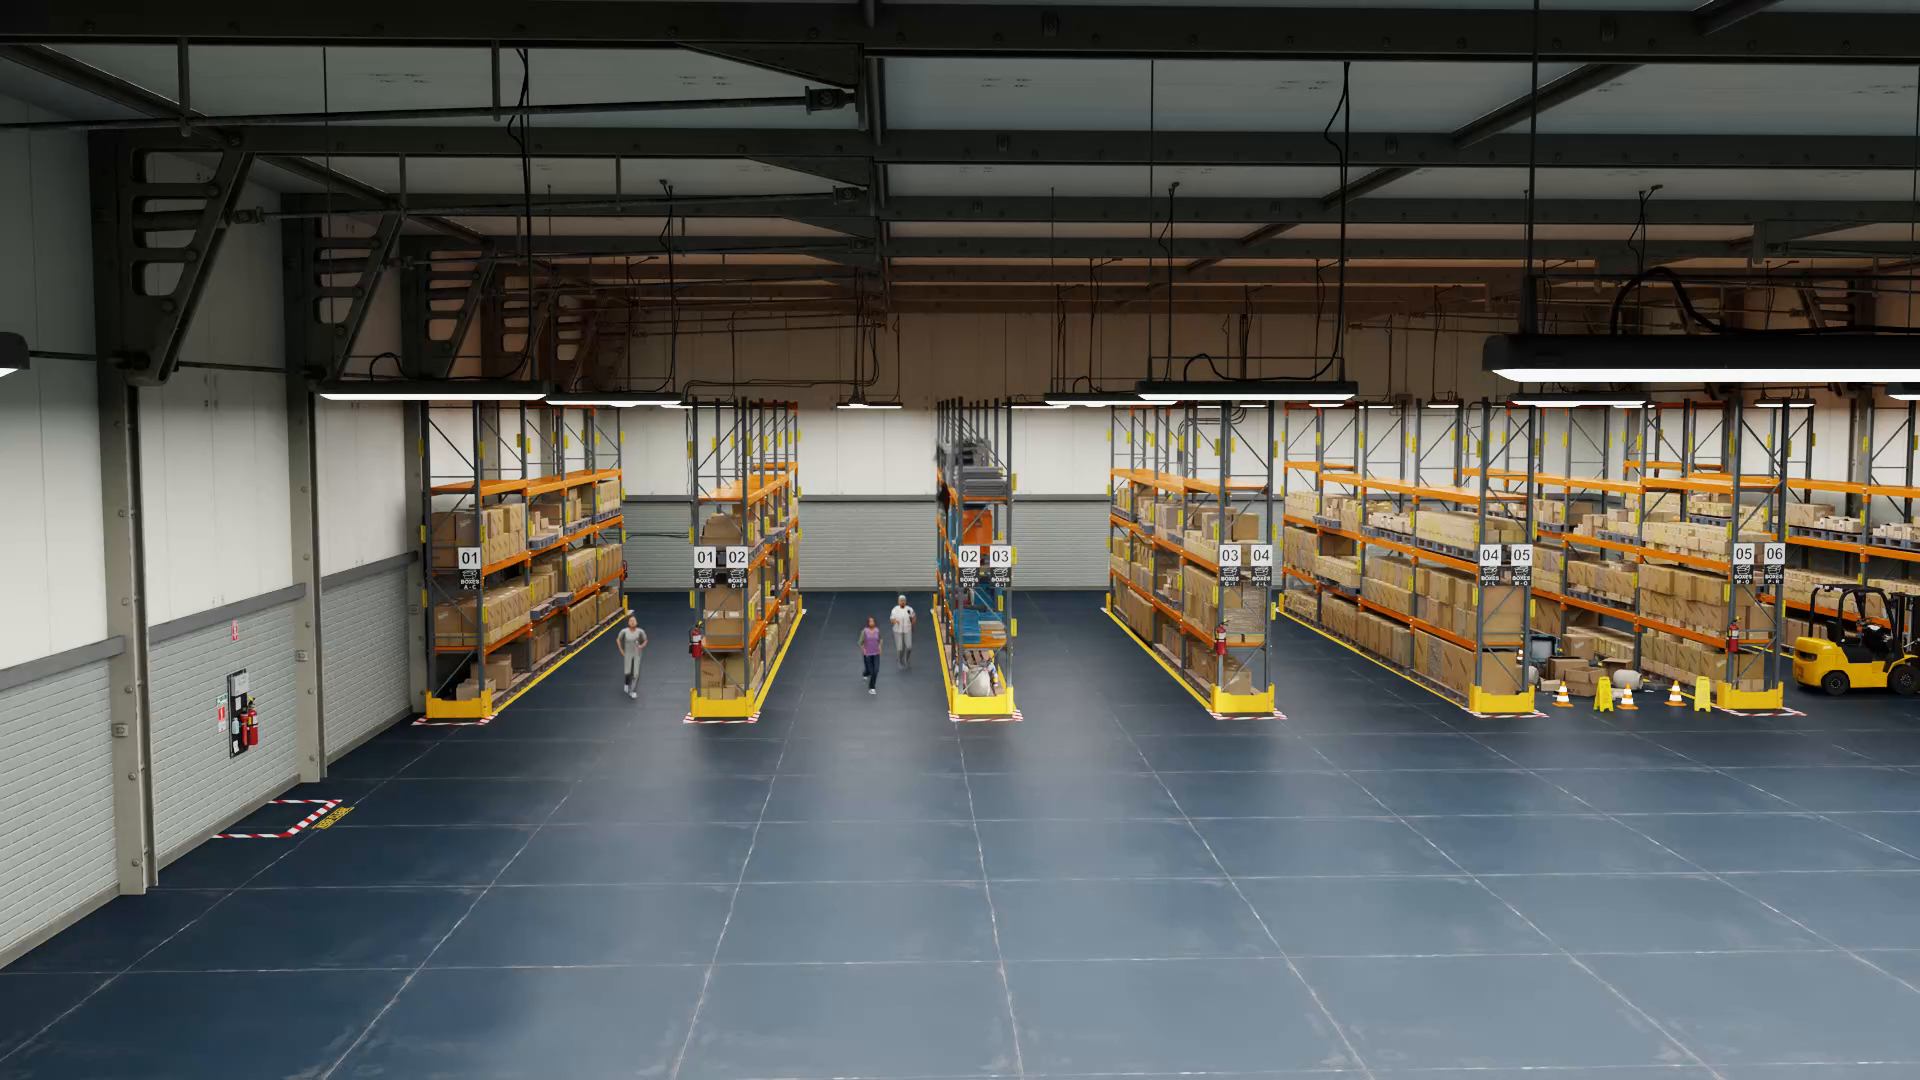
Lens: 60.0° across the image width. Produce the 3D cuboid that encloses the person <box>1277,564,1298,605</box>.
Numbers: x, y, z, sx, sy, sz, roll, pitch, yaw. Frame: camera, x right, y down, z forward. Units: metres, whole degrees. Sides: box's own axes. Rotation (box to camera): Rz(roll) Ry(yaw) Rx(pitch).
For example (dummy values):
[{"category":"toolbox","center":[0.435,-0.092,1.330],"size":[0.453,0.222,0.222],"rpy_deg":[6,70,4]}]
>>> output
[{"category":"person","center":[9.769,1.023,49.152],"size":[0.971,1.776,0.663],"rpy_deg":[-2,5,-21]}]

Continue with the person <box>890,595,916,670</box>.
[{"category":"person","center":[-1.253,2.065,36.851],"size":[0.587,1.649,0.610],"rpy_deg":[0,4,-5]}]

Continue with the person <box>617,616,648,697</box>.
[{"category":"person","center":[-6.552,2.337,33.295],"size":[0.609,1.628,0.527],"rpy_deg":[-1,5,-12]}]

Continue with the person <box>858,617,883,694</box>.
[{"category":"person","center":[-1.812,2.334,33.874],"size":[0.536,1.565,0.651],"rpy_deg":[-1,5,-17]}]
